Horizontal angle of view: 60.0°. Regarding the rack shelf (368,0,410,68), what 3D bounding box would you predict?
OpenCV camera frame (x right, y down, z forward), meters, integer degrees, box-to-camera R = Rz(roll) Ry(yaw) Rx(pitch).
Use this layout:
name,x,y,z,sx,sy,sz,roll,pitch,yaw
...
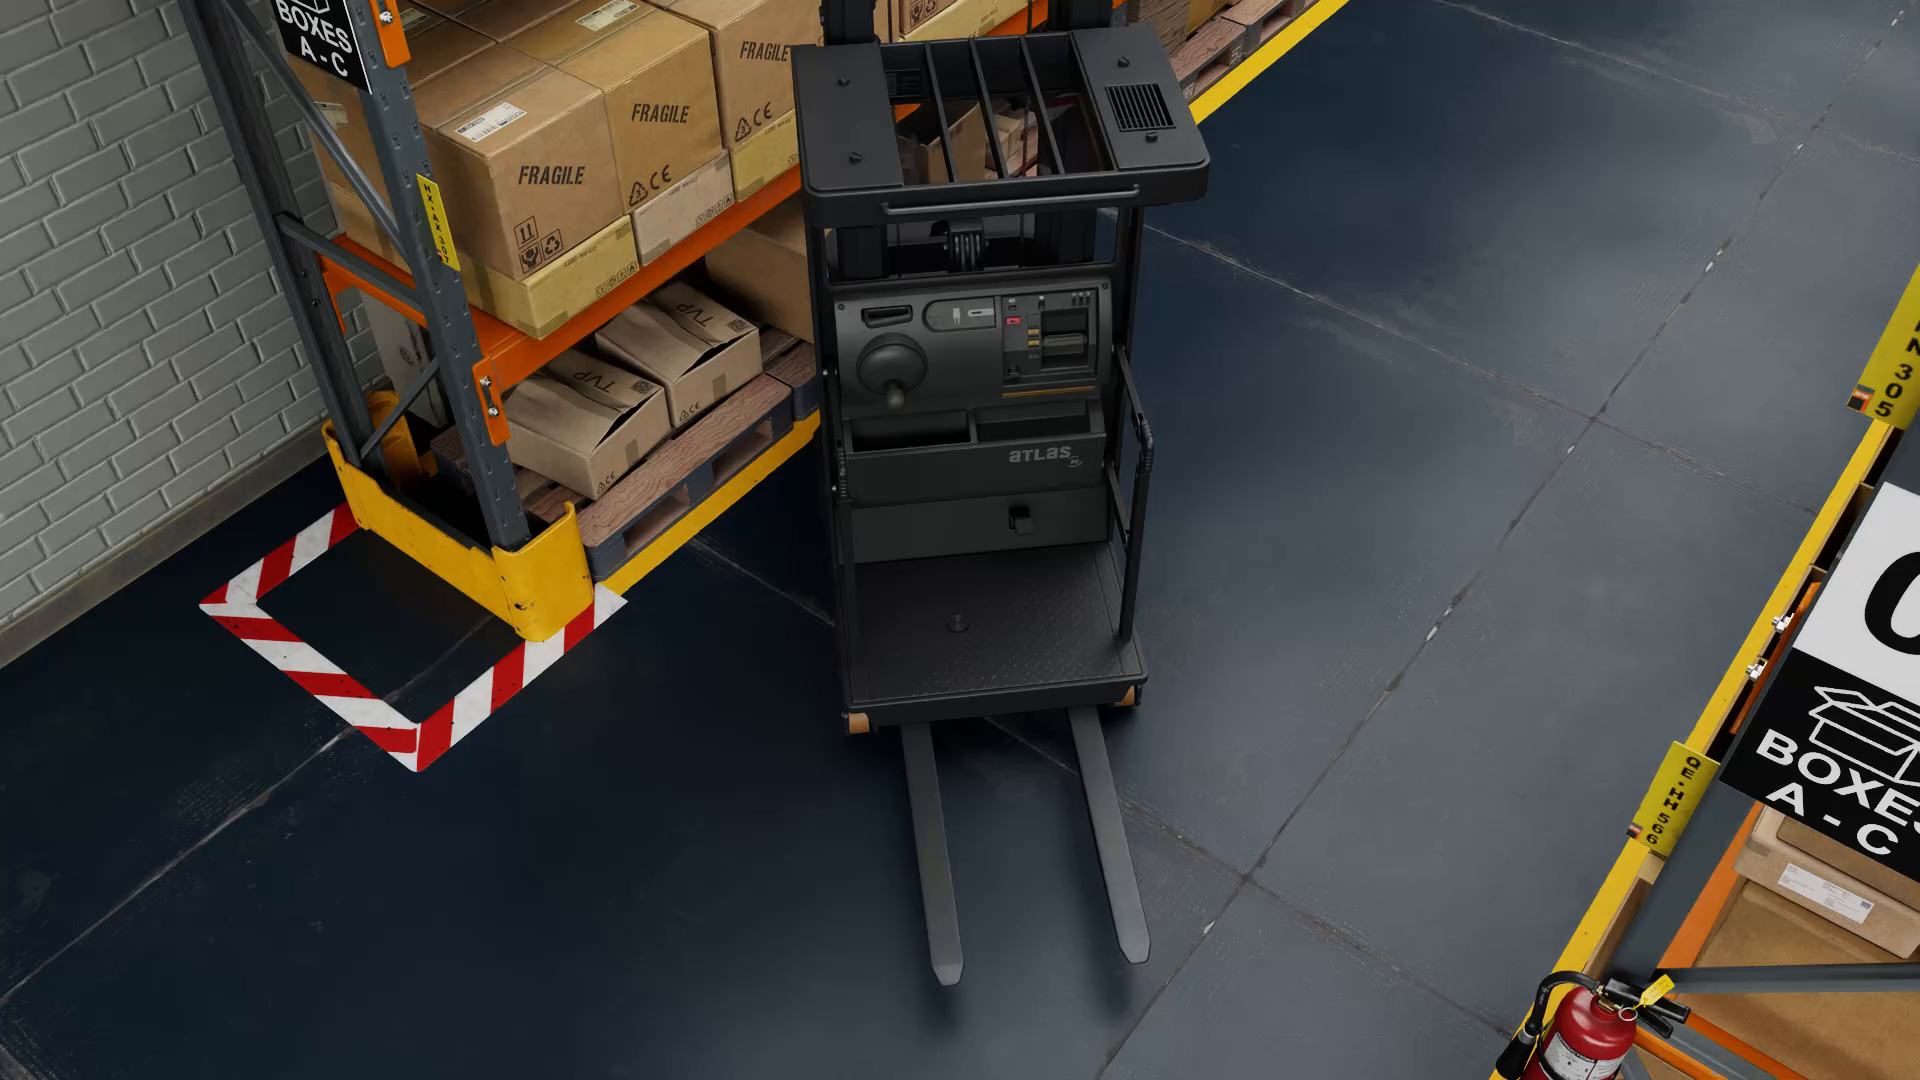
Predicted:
name,x,y,z,sx,sy,sz,roll,pitch,yaw
rack shelf,-0.834,-2.860,5.996,1.077,0.370,4.000,29,53,25

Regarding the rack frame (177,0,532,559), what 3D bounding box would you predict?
name,x,y,z,sx,sy,sz,roll,pitch,yaw
rack frame,-2.057,-0.928,5.727,1.000,3.000,0.127,29,53,25

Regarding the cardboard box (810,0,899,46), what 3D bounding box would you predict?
name,x,y,z,sx,sy,sz,roll,pitch,yaw
cardboard box,-0.590,-2.155,6.470,0.500,0.500,0.500,31,54,26

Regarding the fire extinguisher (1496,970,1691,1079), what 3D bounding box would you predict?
name,x,y,z,sx,sy,sz,roll,pitch,yaw
fire extinguisher,1.425,1.149,3.797,0.296,0.674,0.183,29,53,25

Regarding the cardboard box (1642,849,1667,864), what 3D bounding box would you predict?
name,x,y,z,sx,sy,sz,roll,pitch,yaw
cardboard box,2.560,1.048,5.450,0.500,0.250,0.500,29,53,25

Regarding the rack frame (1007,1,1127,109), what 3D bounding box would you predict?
name,x,y,z,sx,sy,sz,roll,pitch,yaw
rack frame,0.388,-3.217,7.914,1.000,3.000,0.127,29,53,25

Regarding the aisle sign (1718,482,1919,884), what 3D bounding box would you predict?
name,x,y,z,sx,sy,sz,roll,pitch,yaw
aisle sign,1.592,0.269,2.785,0.394,0.787,0.004,29,53,25

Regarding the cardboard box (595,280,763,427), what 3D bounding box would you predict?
name,x,y,z,sx,sy,sz,roll,pitch,yaw
cardboard box,-1.214,-0.834,7.192,0.500,0.311,0.500,34,55,28

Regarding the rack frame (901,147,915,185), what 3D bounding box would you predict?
name,x,y,z,sx,sy,sz,roll,pitch,yaw
rack frame,-0.307,-1.180,7.212,0.240,1.200,0.006,-5,47,-5

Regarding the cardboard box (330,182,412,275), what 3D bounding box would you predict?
name,x,y,z,sx,sy,sz,roll,pitch,yaw
cardboard box,-1.925,-1.237,6.111,0.500,0.250,0.500,30,53,25

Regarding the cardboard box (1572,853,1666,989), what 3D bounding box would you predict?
name,x,y,z,sx,sy,sz,roll,pitch,yaw
cardboard box,2.255,1.335,5.176,0.500,0.250,0.500,29,53,25

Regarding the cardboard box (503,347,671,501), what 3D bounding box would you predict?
name,x,y,z,sx,sy,sz,roll,pitch,yaw
cardboard box,-1.563,-0.508,6.880,0.500,0.311,0.500,24,51,21

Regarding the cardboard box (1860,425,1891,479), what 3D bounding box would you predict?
name,x,y,z,sx,sy,sz,roll,pitch,yaw
cardboard box,3.779,-0.357,6.274,0.500,0.500,0.500,29,53,25

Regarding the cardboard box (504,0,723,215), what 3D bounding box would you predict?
name,x,y,z,sx,sy,sz,roll,pitch,yaw
cardboard box,-1.217,-1.561,5.903,0.500,0.500,0.500,29,53,25

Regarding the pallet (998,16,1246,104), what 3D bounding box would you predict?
name,x,y,z,sx,sy,sz,roll,pitch,yaw
pallet,0.863,-2.700,9.348,1.003,0.211,1.213,29,53,25

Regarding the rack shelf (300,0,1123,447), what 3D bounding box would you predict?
name,x,y,z,sx,sy,sz,roll,pitch,yaw
rack shelf,-0.834,-1.824,7.080,1.077,0.370,4.000,29,53,25

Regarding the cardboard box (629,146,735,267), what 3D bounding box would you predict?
name,x,y,z,sx,sy,sz,roll,pitch,yaw
cardboard box,-1.201,-1.326,6.197,0.500,0.250,0.500,28,52,24

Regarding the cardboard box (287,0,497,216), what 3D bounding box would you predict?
name,x,y,z,sx,sy,sz,roll,pitch,yaw
cardboard box,-1.937,-1.506,5.850,0.500,0.500,0.500,29,53,25

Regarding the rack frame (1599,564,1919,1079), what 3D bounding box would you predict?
name,x,y,z,sx,sy,sz,roll,pitch,yaw
rack frame,1.865,1.260,3.637,1.000,3.000,0.127,29,53,25

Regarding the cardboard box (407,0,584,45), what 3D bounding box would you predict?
name,x,y,z,sx,sy,sz,roll,pitch,yaw
cardboard box,-1.622,-1.790,6.121,0.500,0.500,0.500,30,53,25

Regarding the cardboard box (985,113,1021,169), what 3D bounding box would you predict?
name,x,y,z,sx,sy,sz,roll,pitch,yaw
cardboard box,0.085,-2.071,8.474,0.380,0.166,0.250,23,50,20

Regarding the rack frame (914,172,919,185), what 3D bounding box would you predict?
name,x,y,z,sx,sy,sz,roll,pitch,yaw
rack frame,-0.285,-1.049,7.087,0.240,1.200,0.006,-5,47,-5

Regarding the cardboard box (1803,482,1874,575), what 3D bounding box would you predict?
name,x,y,z,sx,sy,sz,roll,pitch,yaw
cardboard box,3.168,0.216,5.727,0.500,0.500,0.500,29,53,25

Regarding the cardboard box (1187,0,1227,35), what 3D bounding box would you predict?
name,x,y,z,sx,sy,sz,roll,pitch,yaw
cardboard box,1.101,-3.252,9.371,0.700,0.500,0.500,28,52,24

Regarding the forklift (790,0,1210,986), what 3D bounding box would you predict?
name,x,y,z,sx,sy,sz,roll,pitch,yaw
forklift,0.079,-0.565,5.427,1.130,2.935,3.031,-5,47,-5

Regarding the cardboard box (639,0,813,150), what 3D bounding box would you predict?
name,x,y,z,sx,sy,sz,roll,pitch,yaw
cardboard box,-0.897,-1.854,6.183,0.500,0.500,0.500,28,52,24

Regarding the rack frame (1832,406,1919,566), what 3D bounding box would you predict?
name,x,y,z,sx,sy,sz,roll,pitch,yaw
rack frame,1.865,-0.813,1.468,1.000,3.000,0.127,29,53,25

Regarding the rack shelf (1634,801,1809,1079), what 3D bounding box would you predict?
name,x,y,z,sx,sy,sz,roll,pitch,yaw
rack shelf,3.088,0.364,4.990,1.077,0.370,4.000,29,53,25

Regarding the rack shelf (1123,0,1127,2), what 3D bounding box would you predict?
name,x,y,z,sx,sy,sz,roll,pitch,yaw
rack shelf,1.611,-4.113,9.267,1.077,0.370,4.000,29,53,25

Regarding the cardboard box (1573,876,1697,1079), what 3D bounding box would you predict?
name,x,y,z,sx,sy,sz,roll,pitch,yaw
cardboard box,1.957,1.367,4.627,0.500,0.500,0.500,29,53,25

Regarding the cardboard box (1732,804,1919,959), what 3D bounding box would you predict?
name,x,y,z,sx,sy,sz,roll,pitch,yaw
cardboard box,1.948,0.698,3.656,0.380,0.149,0.250,28,53,24

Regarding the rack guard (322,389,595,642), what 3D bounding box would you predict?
name,x,y,z,sx,sy,sz,roll,pitch,yaw
rack guard,-2.011,-0.108,6.673,1.175,0.500,0.348,29,53,25

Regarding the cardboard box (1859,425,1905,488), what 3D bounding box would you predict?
name,x,y,z,sx,sy,sz,roll,pitch,yaw
cardboard box,3.480,-0.067,5.997,0.500,0.500,0.500,29,53,25

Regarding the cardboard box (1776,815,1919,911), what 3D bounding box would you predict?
name,x,y,z,sx,sy,sz,roll,pitch,yaw
cardboard box,2.193,0.485,3.411,0.700,0.500,0.500,29,53,25

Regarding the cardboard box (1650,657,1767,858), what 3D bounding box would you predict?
name,x,y,z,sx,sy,sz,roll,pitch,yaw
cardboard box,2.557,0.788,5.180,0.500,0.500,0.500,29,53,25

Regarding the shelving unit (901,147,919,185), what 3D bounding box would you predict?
name,x,y,z,sx,sy,sz,roll,pitch,yaw
shelving unit,-0.296,-1.114,7.149,0.258,1.200,0.189,-5,47,-5

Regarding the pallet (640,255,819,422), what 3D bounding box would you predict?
name,x,y,z,sx,sy,sz,roll,pitch,yaw
pallet,-0.740,-1.153,7.870,1.003,0.211,1.213,29,53,25

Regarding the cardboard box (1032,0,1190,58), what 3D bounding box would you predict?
name,x,y,z,sx,sy,sz,roll,pitch,yaw
cardboard box,0.825,-2.934,9.068,0.700,0.500,0.500,31,54,26

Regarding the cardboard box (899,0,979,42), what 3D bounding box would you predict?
name,x,y,z,sx,sy,sz,roll,pitch,yaw
cardboard box,-0.268,-2.191,7.023,0.500,0.250,0.500,29,53,25

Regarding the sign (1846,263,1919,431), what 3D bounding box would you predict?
name,x,y,z,sx,sy,sz,roll,pitch,yaw
sign,1.444,-0.303,2.498,0.100,0.325,0.005,29,53,25

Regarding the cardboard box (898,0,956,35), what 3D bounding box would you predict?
name,x,y,z,sx,sy,sz,roll,pitch,yaw
cardboard box,-0.273,-2.453,6.754,0.500,0.500,0.500,28,52,24

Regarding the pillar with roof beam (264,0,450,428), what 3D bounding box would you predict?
name,x,y,z,sx,sy,sz,roll,pitch,yaw
pillar with roof beam,1.093,-1.880,2.488,9.100,9.000,0.400,29,53,25

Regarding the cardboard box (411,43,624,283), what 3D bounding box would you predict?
name,x,y,z,sx,sy,sz,roll,pitch,yaw
cardboard box,-1.527,-1.283,5.637,0.500,0.500,0.500,29,53,25

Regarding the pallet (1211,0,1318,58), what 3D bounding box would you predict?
name,x,y,z,sx,sy,sz,roll,pitch,yaw
pallet,1.609,-3.401,10.018,1.003,0.211,1.213,29,53,25

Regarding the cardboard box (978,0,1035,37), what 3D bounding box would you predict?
name,x,y,z,sx,sy,sz,roll,pitch,yaw
cardboard box,0.027,-2.486,7.305,0.500,0.250,0.500,29,53,25

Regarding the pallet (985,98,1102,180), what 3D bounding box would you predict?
name,x,y,z,sx,sy,sz,roll,pitch,yaw
pallet,0.006,-1.854,8.540,1.003,0.211,1.213,29,53,25

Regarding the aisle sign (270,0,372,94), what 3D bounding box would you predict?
name,x,y,z,sx,sy,sz,roll,pitch,yaw
aisle sign,-1.864,-1.653,4.621,0.394,0.787,0.004,29,53,25

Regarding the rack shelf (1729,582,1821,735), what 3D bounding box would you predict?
name,x,y,z,sx,sy,sz,roll,pitch,yaw
rack shelf,3.088,-0.673,3.906,1.077,0.370,4.000,29,53,25

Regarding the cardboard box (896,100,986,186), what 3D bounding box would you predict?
name,x,y,z,sx,sy,sz,roll,pitch,yaw
cardboard box,-0.215,-1.894,8.074,0.500,0.500,0.500,25,51,22

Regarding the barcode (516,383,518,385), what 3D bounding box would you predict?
name,x,y,z,sx,sy,sz,roll,pitch,yaw
barcode,-1.868,-0.698,7.056,0.001,0.075,0.075,29,53,25

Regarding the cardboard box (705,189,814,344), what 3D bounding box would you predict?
name,x,y,z,sx,sy,sz,roll,pitch,yaw
cardboard box,-0.726,-1.297,7.504,0.700,0.500,0.500,26,52,23

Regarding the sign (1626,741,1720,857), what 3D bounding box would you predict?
name,x,y,z,sx,sy,sz,roll,pitch,yaw
sign,1.444,0.530,3.370,0.100,0.325,0.005,29,53,25

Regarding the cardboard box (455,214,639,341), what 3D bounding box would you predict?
name,x,y,z,sx,sy,sz,roll,pitch,yaw
cardboard box,-1.508,-1.022,5.907,0.500,0.250,0.500,28,52,24

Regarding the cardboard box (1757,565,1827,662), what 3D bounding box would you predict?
name,x,y,z,sx,sy,sz,roll,pitch,yaw
cardboard box,2.864,0.503,5.453,0.500,0.500,0.500,29,53,25

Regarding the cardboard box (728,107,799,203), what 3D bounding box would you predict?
name,x,y,z,sx,sy,sz,roll,pitch,yaw
cardboard box,-0.885,-1.615,6.473,0.500,0.250,0.500,28,53,24

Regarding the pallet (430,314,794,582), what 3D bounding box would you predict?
name,x,y,z,sx,sy,sz,roll,pitch,yaw
pallet,-1.486,-0.458,7.206,1.003,0.211,1.213,29,53,25

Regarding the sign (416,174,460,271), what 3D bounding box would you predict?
name,x,y,z,sx,sy,sz,roll,pitch,yaw
sign,-1.628,-0.988,5.185,0.100,0.325,0.005,29,53,25

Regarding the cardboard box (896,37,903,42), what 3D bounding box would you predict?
name,x,y,z,sx,sy,sz,roll,pitch,yaw
cardboard box,-0.574,-1.903,6.748,0.500,0.250,0.500,30,53,25

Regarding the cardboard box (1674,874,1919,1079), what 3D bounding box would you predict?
name,x,y,z,sx,sy,sz,roll,pitch,yaw
cardboard box,2.161,0.964,3.851,0.700,0.500,0.500,29,53,25

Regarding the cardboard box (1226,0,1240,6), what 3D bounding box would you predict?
name,x,y,z,sx,sy,sz,roll,pitch,yaw
cardboard box,1.445,-3.526,9.633,0.700,0.500,0.500,30,53,25
